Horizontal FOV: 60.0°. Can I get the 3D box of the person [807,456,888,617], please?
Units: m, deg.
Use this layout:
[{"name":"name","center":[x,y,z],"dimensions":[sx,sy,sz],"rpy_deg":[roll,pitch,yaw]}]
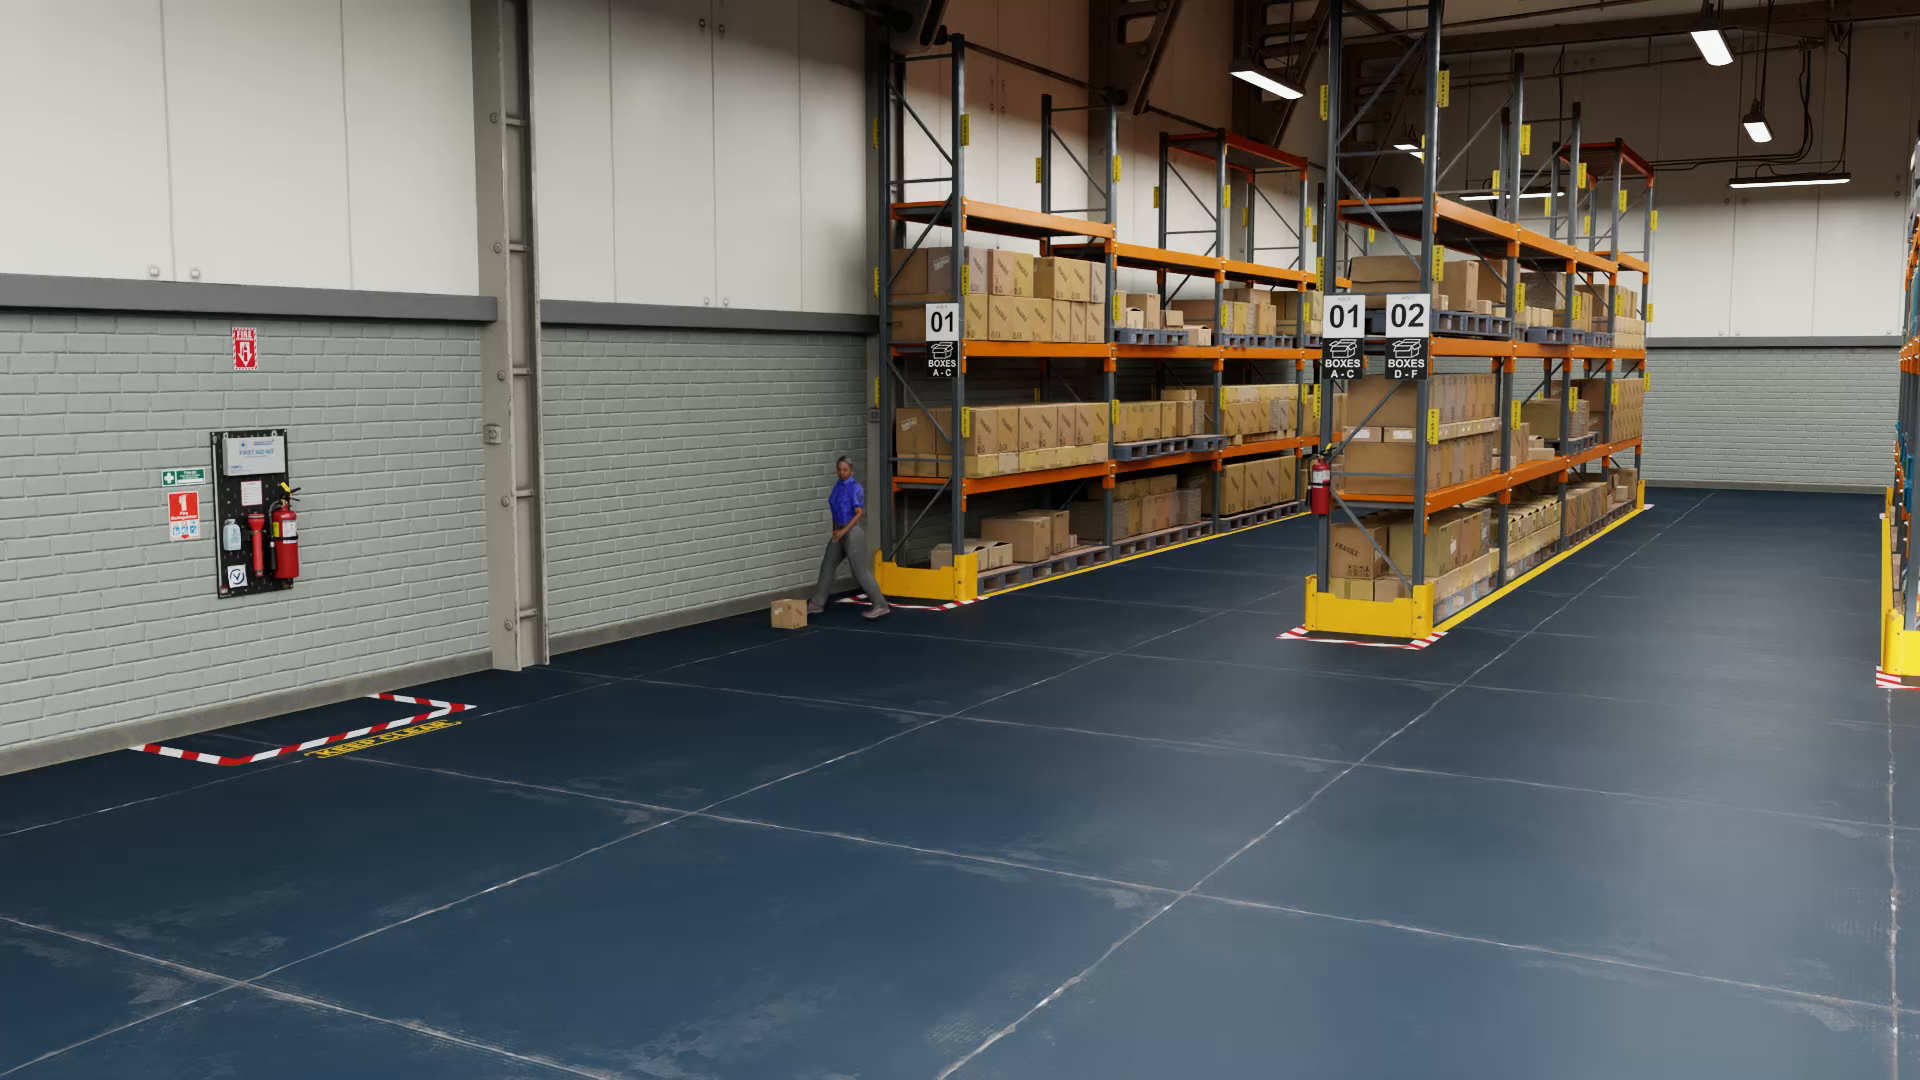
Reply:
[{"name":"person","center":[-1.210,-0.036,16.664],"dimensions":[0.854,1.611,0.687],"rpy_deg":[-3,7,-24]}]
